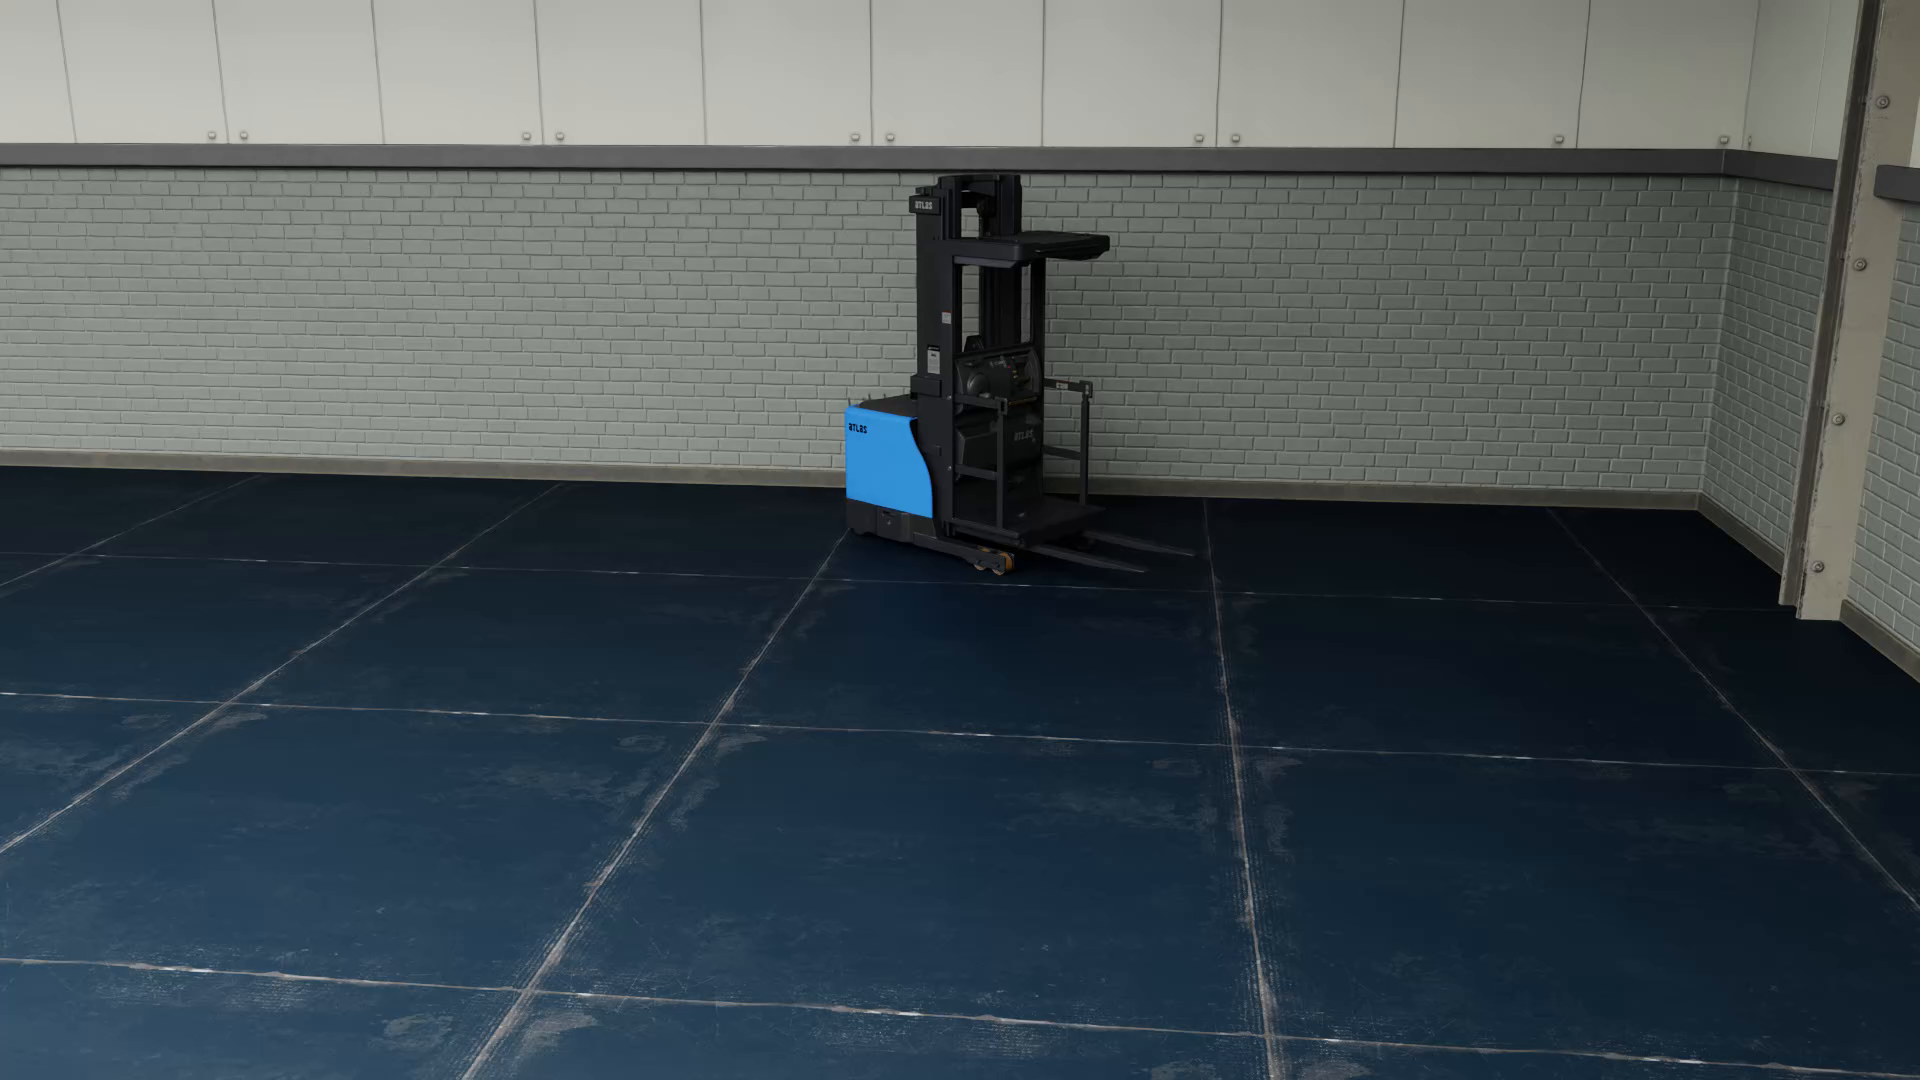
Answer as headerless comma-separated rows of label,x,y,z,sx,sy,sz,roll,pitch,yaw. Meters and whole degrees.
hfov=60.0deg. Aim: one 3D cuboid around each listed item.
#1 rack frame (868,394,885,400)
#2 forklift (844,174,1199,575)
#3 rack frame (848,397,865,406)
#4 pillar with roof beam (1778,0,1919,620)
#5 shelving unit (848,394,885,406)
rack frame,-0.673,-0.738,14.342,0.200,1.050,0.008,5,15,42
forklift,0.456,-1.302,12.864,3.031,2.935,1.130,14,20,41
rack frame,-0.835,-0.691,14.166,0.200,1.050,0.008,5,15,42
pillar with roof beam,1.756,-3.966,11.088,9.100,9.000,0.400,2,15,6
shelving unit,-0.754,-0.714,14.254,0.215,1.050,0.252,5,15,42
